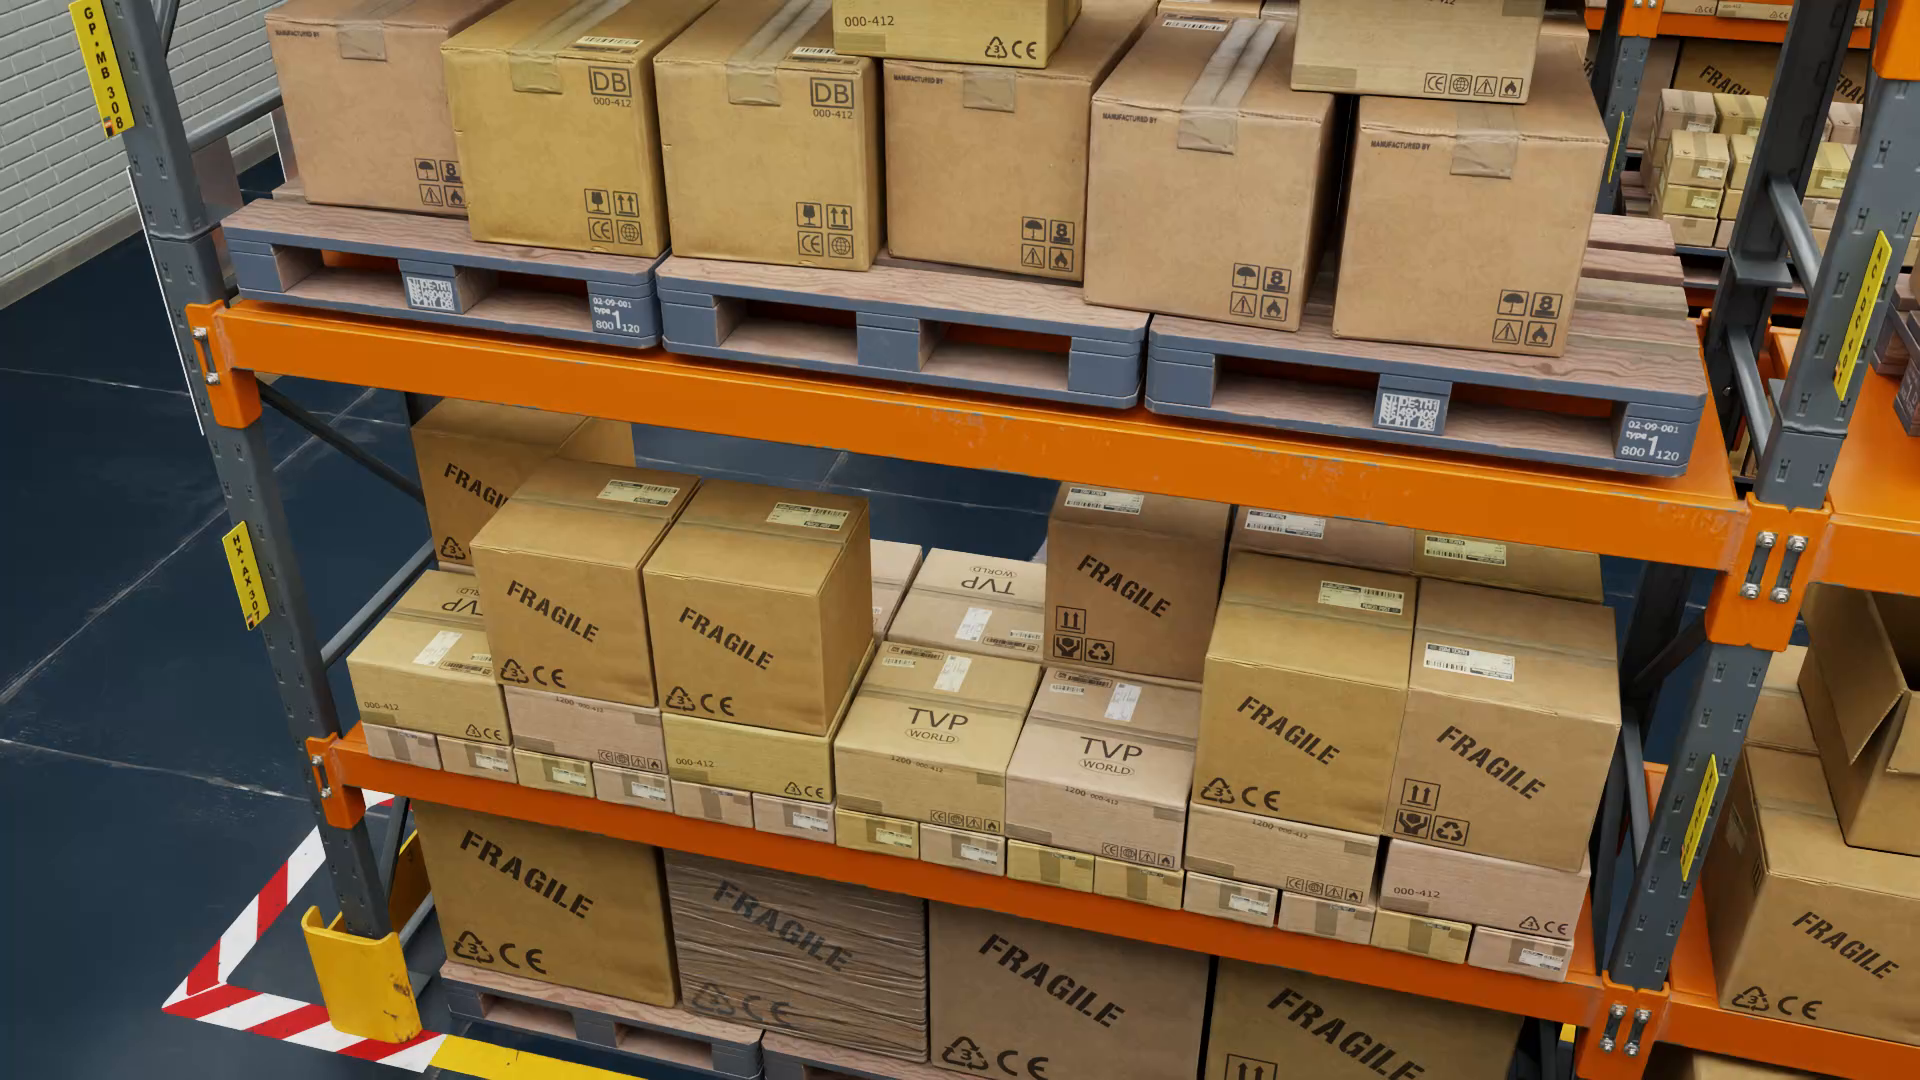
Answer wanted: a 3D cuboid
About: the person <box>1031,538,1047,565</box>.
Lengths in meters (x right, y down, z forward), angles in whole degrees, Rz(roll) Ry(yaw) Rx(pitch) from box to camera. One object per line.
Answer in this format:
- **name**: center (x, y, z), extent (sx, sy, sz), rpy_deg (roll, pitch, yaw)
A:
- **person**: center (0.720, -0.358, 7.685), extent (0.986, 1.624, 0.462), rpy_deg (-24, 40, -32)
